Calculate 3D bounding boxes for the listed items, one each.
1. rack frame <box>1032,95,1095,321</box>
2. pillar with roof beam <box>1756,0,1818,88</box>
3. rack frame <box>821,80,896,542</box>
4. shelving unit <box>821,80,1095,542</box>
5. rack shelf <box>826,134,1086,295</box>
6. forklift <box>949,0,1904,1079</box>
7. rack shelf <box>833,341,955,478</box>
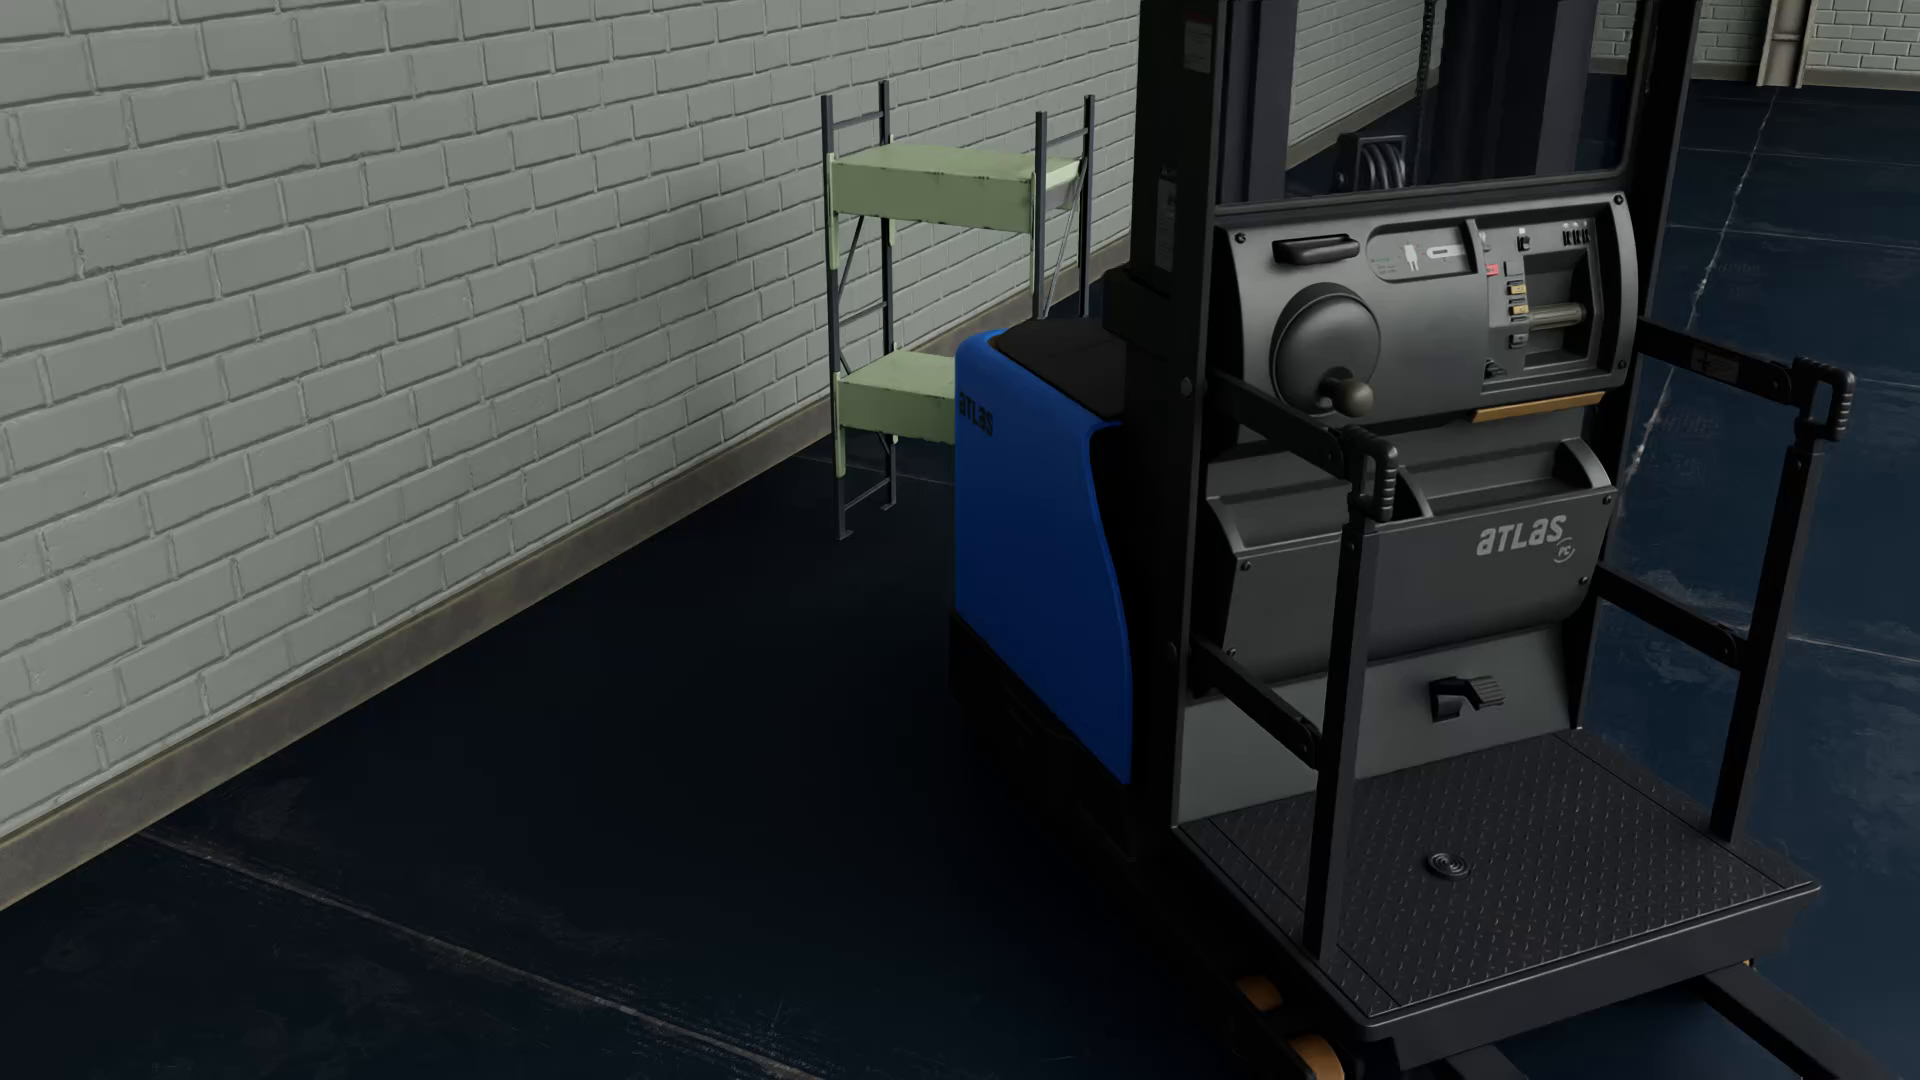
[{"bbox_3d":[0.321,-0.627,5.307,0.023,1.500,0.400,11,25,25],"label":"rack frame"},{"bbox_3d":[5.999,-7.050,10.830,0.400,9.000,9.100,11,25,25],"label":"pillar with roof beam"},{"bbox_3d":[-0.333,-0.756,5.611,0.023,1.500,0.400,11,25,25],"label":"rack frame"},{"bbox_3d":[-0.006,-0.691,5.459,0.755,1.500,0.431,11,25,25],"label":"shelving unit"},{"bbox_3d":[-0.006,-1.050,5.307,0.720,0.370,0.431,11,25,25],"label":"rack shelf"},{"bbox_3d":[1.010,-0.433,3.024,1.130,2.935,3.031,-9,25,-21],"label":"forklift"},{"bbox_3d":[-0.006,-0.391,5.587,0.720,0.370,0.431,11,25,25],"label":"rack shelf"}]
